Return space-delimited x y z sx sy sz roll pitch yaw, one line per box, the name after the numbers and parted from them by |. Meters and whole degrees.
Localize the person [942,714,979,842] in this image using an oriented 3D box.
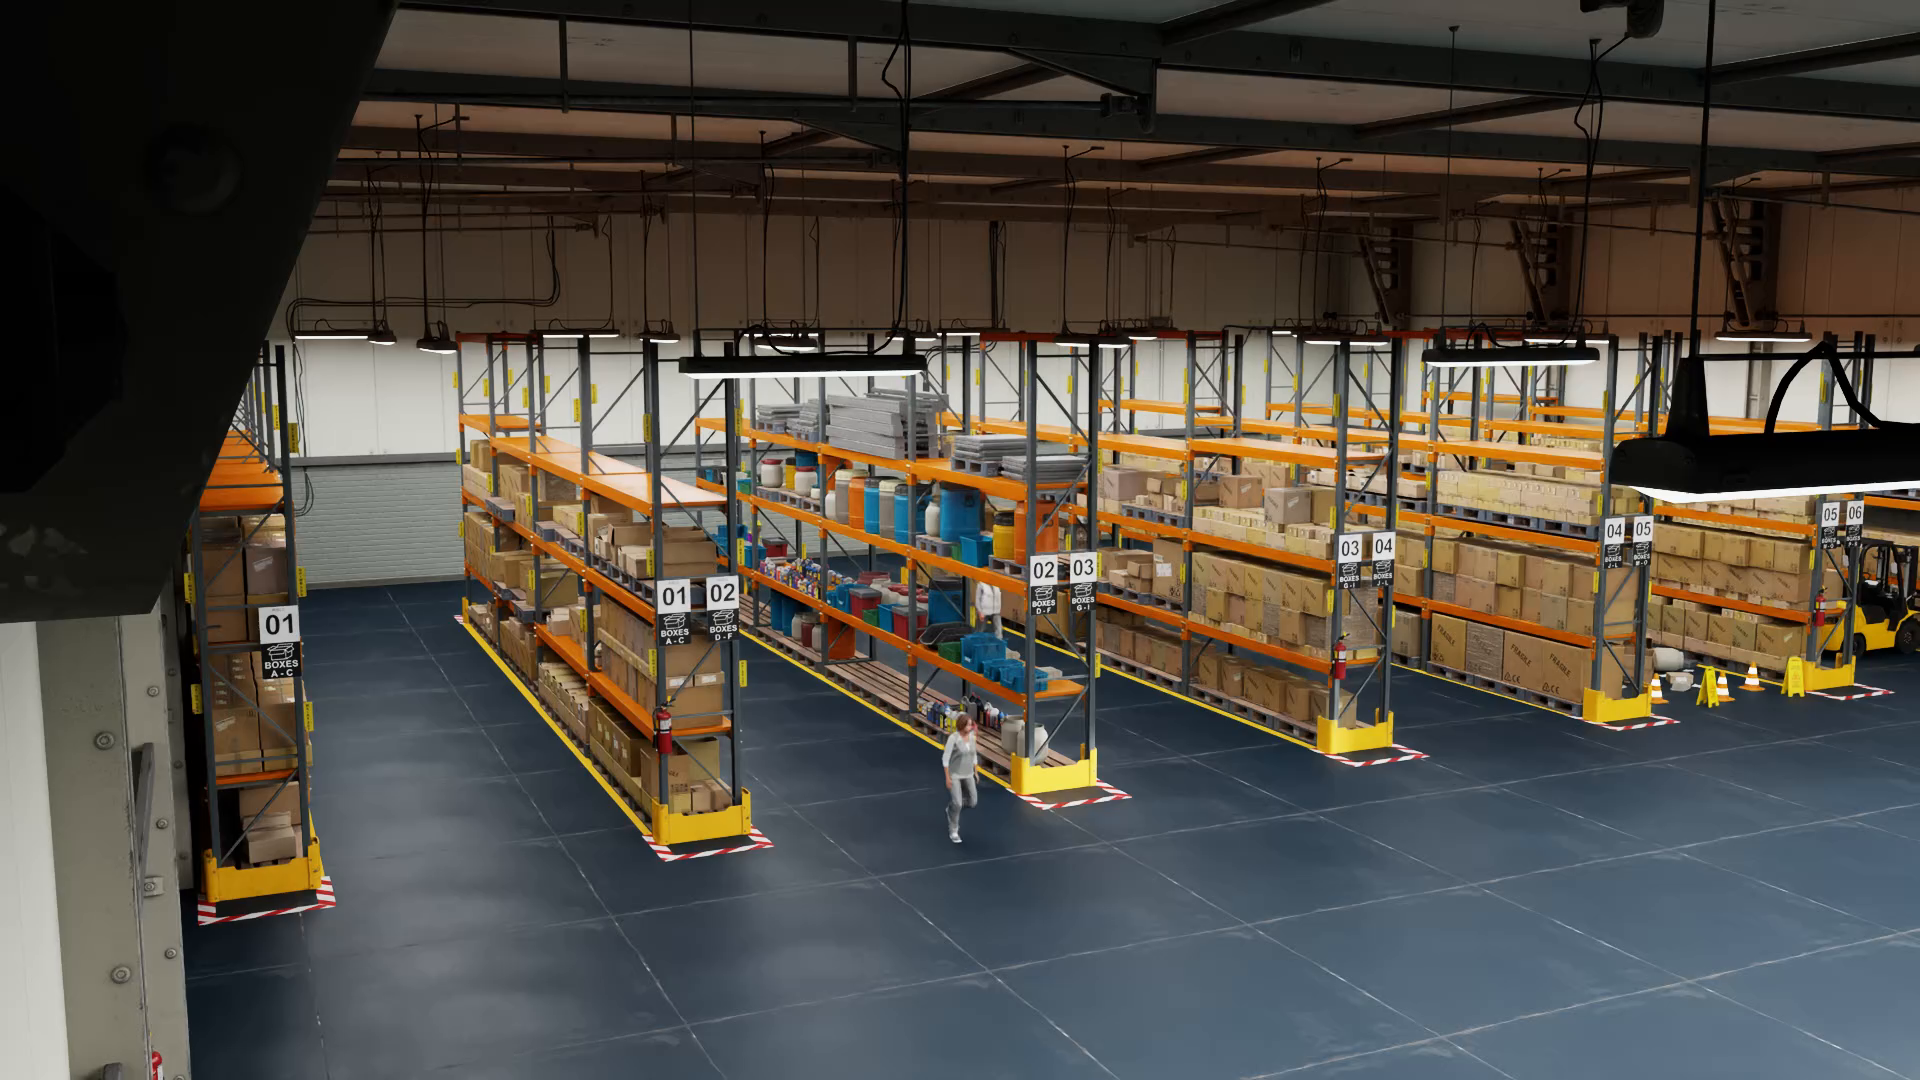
-0.041 2.861 20.194 0.481 1.564 0.518 -5 9 -35 | person

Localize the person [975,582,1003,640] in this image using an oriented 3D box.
0.553 1.329 30.793 0.593 1.720 1.084 -4 9 -27 | person

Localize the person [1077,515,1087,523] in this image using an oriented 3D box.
3.101 -0.322 43.201 0.513 1.604 1.068 2 8 11 | person

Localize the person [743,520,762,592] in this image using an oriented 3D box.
-4.802 0.377 38.009 0.695 1.691 0.729 -1 8 -6 | person
